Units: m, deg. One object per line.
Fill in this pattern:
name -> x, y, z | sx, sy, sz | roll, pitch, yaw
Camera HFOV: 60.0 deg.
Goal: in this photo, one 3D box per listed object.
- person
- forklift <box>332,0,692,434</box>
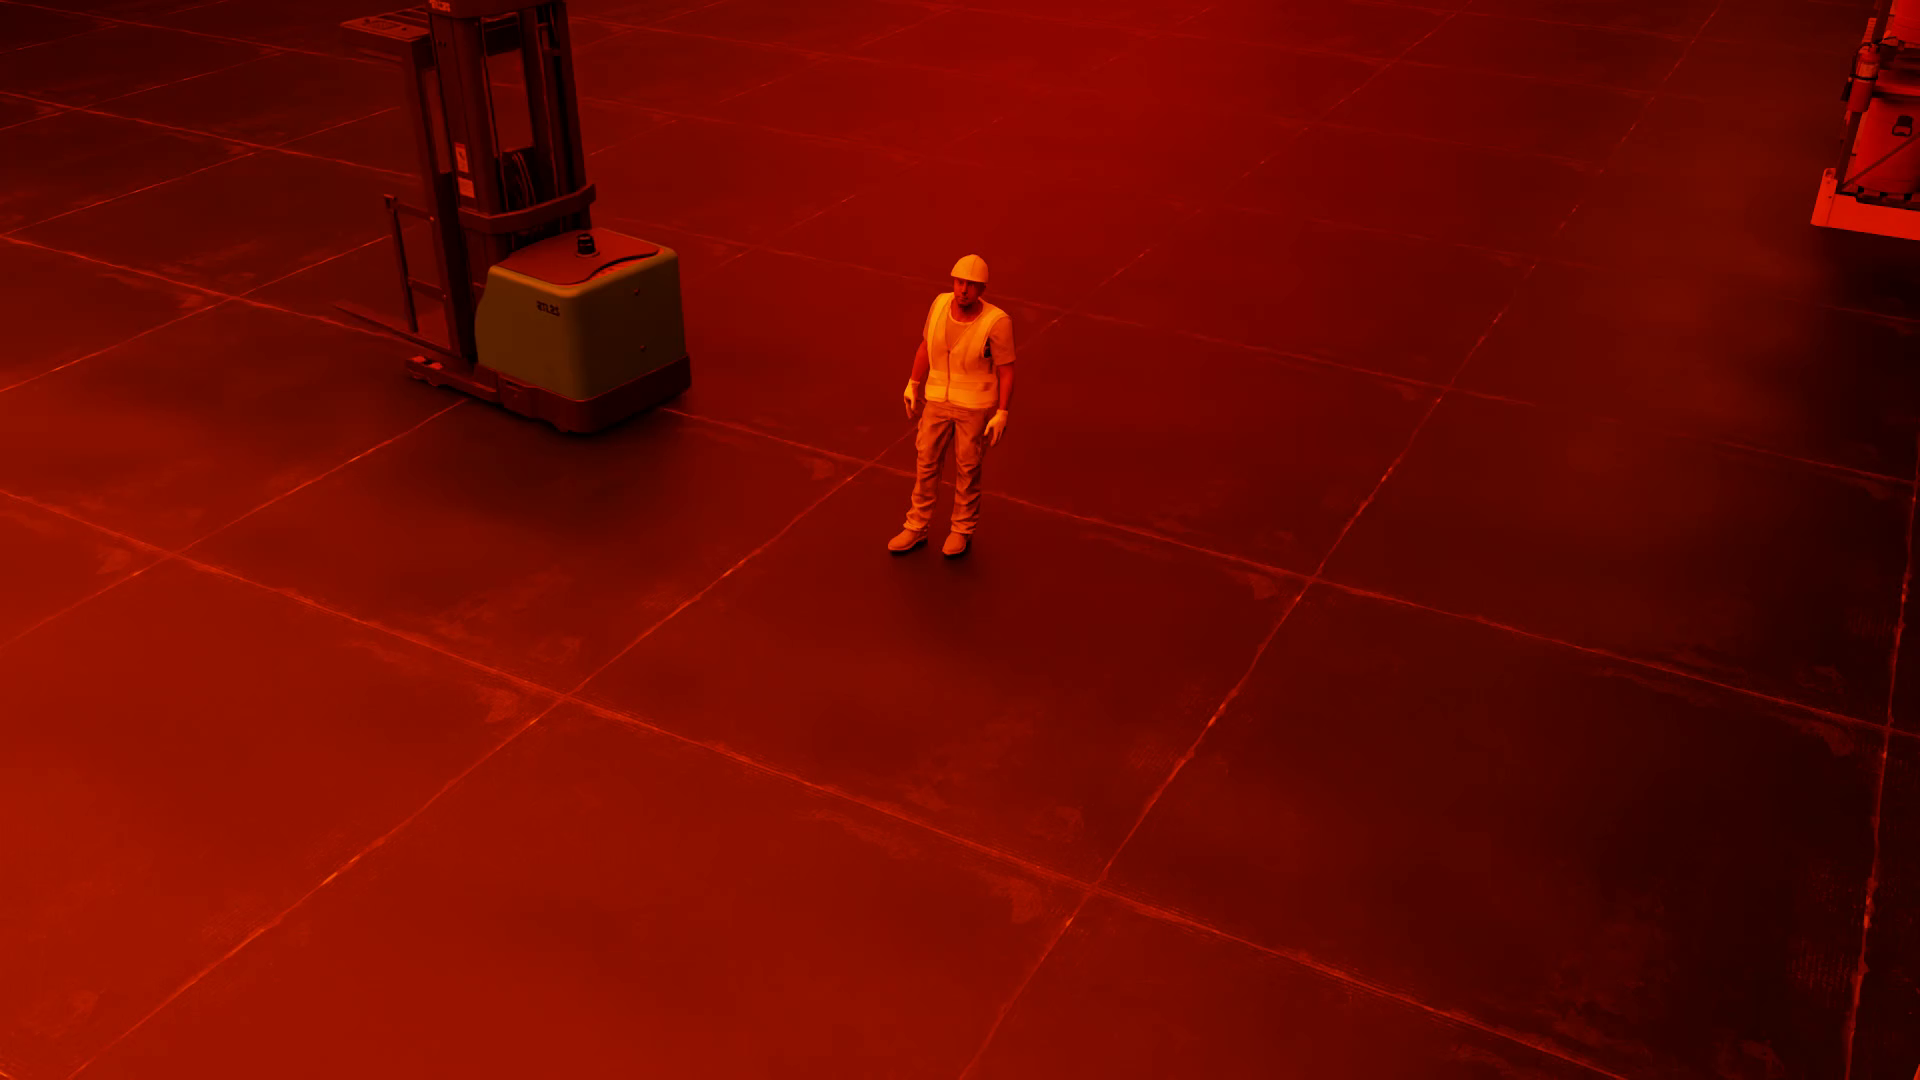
person -> -0.042, -0.750, 9.503 | 0.656, 1.782, 0.577 | 15, 33, 25
forklift -> -3.382, -2.561, 11.507 | 3.031, 2.935, 1.130 | 21, 36, 31
